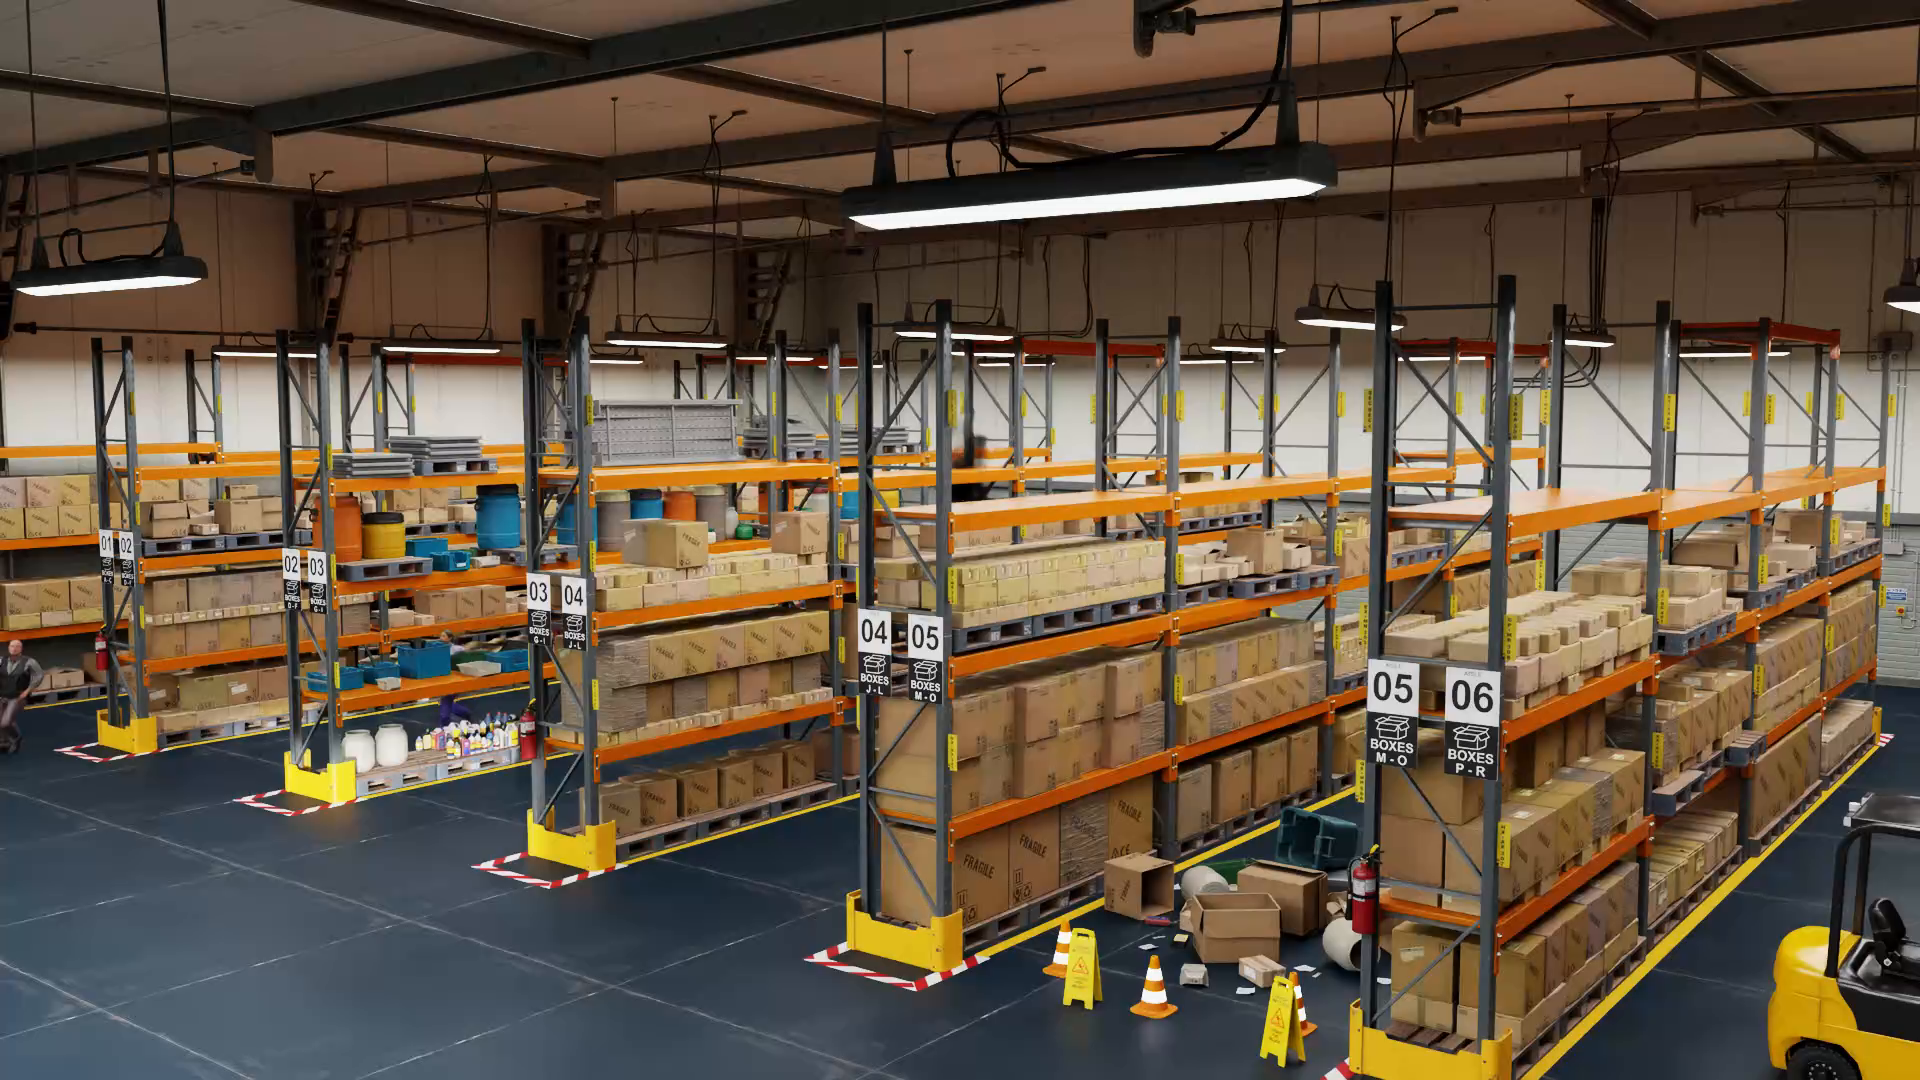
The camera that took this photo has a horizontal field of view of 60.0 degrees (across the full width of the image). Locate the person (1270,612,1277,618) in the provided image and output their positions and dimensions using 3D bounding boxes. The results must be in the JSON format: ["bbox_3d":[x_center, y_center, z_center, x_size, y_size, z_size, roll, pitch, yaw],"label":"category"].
[{"bbox_3d":[4.843,1.990,26.069,0.703,1.745,0.992,3,6,32],"label":"person"}]

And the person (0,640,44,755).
[{"bbox_3d":[-13.579,2.262,23.833,0.663,1.662,0.589,0,5,2],"label":"person"}]

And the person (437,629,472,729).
[{"bbox_3d":[-7.713,2.160,25.083,0.591,1.649,0.931,3,6,32],"label":"person"}]
